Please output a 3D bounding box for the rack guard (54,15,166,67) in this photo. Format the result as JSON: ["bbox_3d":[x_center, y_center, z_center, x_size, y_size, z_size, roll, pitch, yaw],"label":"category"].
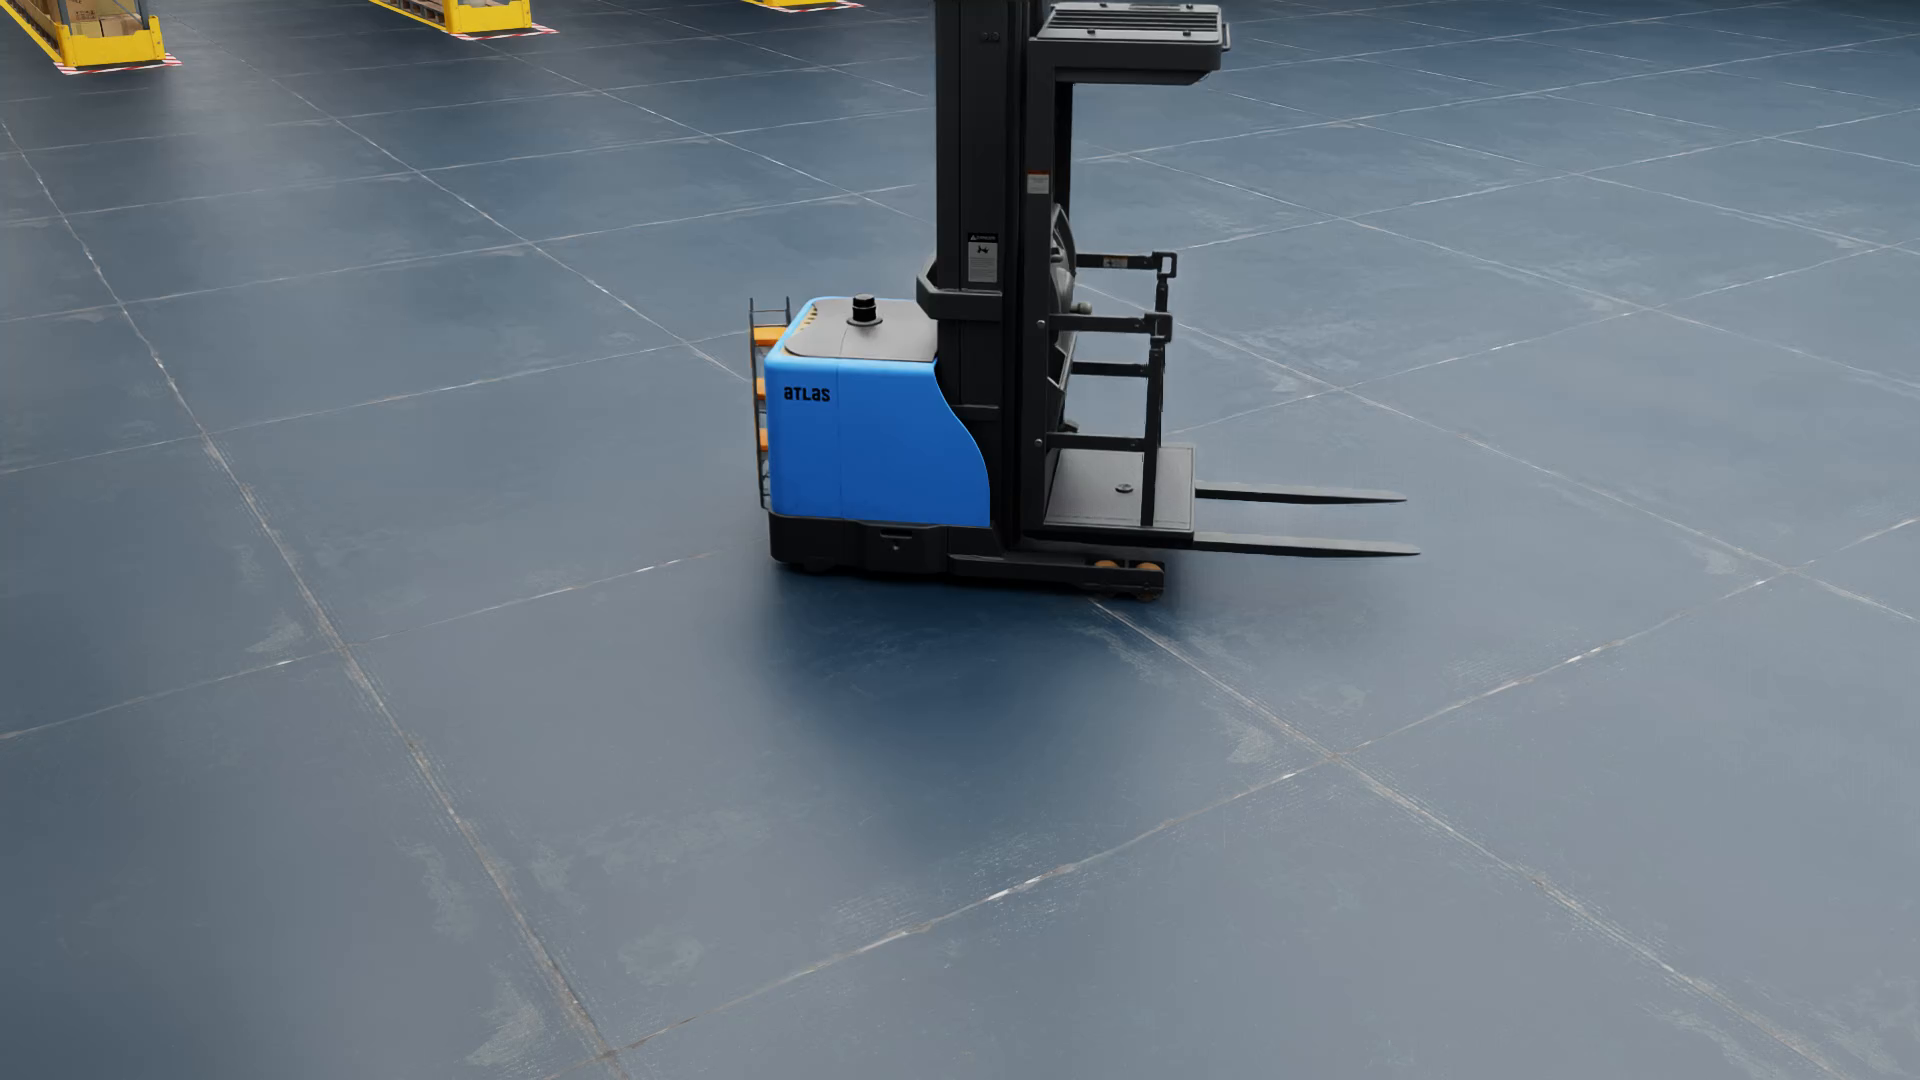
[{"bbox_3d":[-10.753,-6.320,21.052,1.175,0.500,0.348,-16,29,-30],"label":"rack guard"}]

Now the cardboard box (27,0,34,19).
[{"bbox_3d":[-12.682,-7.420,23.182,0.500,0.250,0.500,-16,29,-30],"label":"cardboard box"}]

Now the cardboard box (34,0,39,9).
[{"bbox_3d":[-12.138,-7.400,22.263,0.500,0.500,0.500,-16,29,-30],"label":"cardboard box"}]

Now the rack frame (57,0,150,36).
[{"bbox_3d":[-10.766,-7.459,20.537,1.000,3.000,0.127,-16,29,-30],"label":"rack frame"}]

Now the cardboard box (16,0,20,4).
[{"bbox_3d":[-13.694,-8.098,24.620,0.500,0.250,0.500,-16,30,-30],"label":"cardboard box"}]

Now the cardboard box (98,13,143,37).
[{"bbox_3d":[-10.872,-6.649,21.550,0.500,0.250,0.500,-16,29,-30],"label":"cardboard box"}]

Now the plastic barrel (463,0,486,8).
[{"bbox_3d":[-7.037,-7.894,23.881,0.421,0.512,0.421,0,25,0],"label":"plastic barrel"}]

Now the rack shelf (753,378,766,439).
[{"bbox_3d":[-0.945,-0.686,8.498,0.215,0.259,0.240,-3,25,-6],"label":"rack shelf"}]

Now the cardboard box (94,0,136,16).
[{"bbox_3d":[-11.147,-7.167,21.768,0.500,0.500,0.500,-16,29,-30],"label":"cardboard box"}]

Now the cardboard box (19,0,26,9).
[{"bbox_3d":[-13.419,-7.917,24.236,0.500,0.250,0.500,-16,30,-30],"label":"cardboard box"}]

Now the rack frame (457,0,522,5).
[{"bbox_3d":[-6.614,-8.612,22.979,1.000,3.000,0.127,-16,29,-30],"label":"rack frame"}]

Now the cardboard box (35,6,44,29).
[{"bbox_3d":[-12.135,-7.062,22.425,0.500,0.250,0.500,-16,29,-30],"label":"cardboard box"}]

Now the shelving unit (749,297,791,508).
[{"bbox_3d":[-0.945,-0.696,8.493,0.215,1.050,0.252,-3,25,-6],"label":"shelving unit"}]

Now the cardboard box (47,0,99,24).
[{"bbox_3d":[-11.308,-6.867,21.133,0.500,0.500,0.500,-16,29,-30],"label":"cardboard box"}]

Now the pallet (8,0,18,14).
[{"bbox_3d":[-14.055,-8.320,25.627,1.003,0.211,1.213,-16,29,-30],"label":"pallet"}]

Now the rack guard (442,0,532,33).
[{"bbox_3d":[-6.695,-7.498,23.547,1.175,0.500,0.348,-16,29,-30],"label":"rack guard"}]

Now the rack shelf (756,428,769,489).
[{"bbox_3d":[-0.945,-0.435,8.616,0.215,0.259,0.240,-3,25,-6],"label":"rack shelf"}]

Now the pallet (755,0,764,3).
[{"bbox_3d":[-2.919,-8.831,26.710,1.003,0.211,1.213,-16,29,-30],"label":"pallet"}]

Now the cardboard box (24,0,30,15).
[{"bbox_3d":[-12.951,-7.600,23.564,0.500,0.250,0.500,-16,29,-30],"label":"cardboard box"}]

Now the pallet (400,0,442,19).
[{"bbox_3d":[-7.796,-8.095,25.150,1.003,0.211,1.213,-16,29,-30],"label":"pallet"}]

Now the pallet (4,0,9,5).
[{"bbox_3d":[-14.717,-8.756,26.550,1.003,0.211,1.213,-16,29,-30],"label":"pallet"}]

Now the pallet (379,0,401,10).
[{"bbox_3d":[-8.466,-8.532,26.076,1.003,0.211,1.213,-16,29,-30],"label":"pallet"}]

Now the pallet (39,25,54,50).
[{"bbox_3d":[-11.881,-6.898,22.614,1.003,0.211,1.213,-16,29,-30],"label":"pallet"}]

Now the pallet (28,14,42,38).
[{"bbox_3d":[-12.551,-7.334,23.539,1.003,0.211,1.213,-16,29,-30],"label":"pallet"}]

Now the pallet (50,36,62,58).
[{"bbox_3d":[-11.219,-6.462,21.691,1.003,0.211,1.213,-16,29,-30],"label":"pallet"}]

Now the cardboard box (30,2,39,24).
[{"bbox_3d":[-12.413,-7.240,22.801,0.500,0.250,0.500,-16,29,-30],"label":"cardboard box"}]

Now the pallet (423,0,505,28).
[{"bbox_3d":[-7.134,-7.659,24.227,1.003,0.211,1.213,-16,29,-30],"label":"pallet"}]

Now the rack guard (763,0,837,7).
[{"bbox_3d":[-2.506,-8.663,26.015,1.175,0.500,0.348,-16,29,-30],"label":"rack guard"}]

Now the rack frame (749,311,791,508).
[{"bbox_3d":[-0.932,-0.644,8.384,0.200,1.050,0.008,-3,25,-6],"label":"rack frame"}]

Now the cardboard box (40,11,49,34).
[{"bbox_3d":[-11.864,-6.883,22.045,0.500,0.250,0.500,-16,29,-30],"label":"cardboard box"}]

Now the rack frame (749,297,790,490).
[{"bbox_3d":[-0.959,-0.747,8.603,0.200,1.050,0.008,-3,25,-6],"label":"rack frame"}]

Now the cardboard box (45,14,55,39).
[{"bbox_3d":[-11.589,-6.704,21.667,0.500,0.250,0.500,-16,29,-30],"label":"cardboard box"}]

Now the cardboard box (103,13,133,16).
[{"bbox_3d":[-11.149,-6.827,21.927,0.500,0.250,0.500,-16,29,-30],"label":"cardboard box"}]

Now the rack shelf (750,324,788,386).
[{"bbox_3d":[-0.946,-0.943,8.377,0.215,0.259,0.240,-3,25,-6],"label":"rack shelf"}]

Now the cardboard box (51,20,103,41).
[{"bbox_3d":[-11.306,-6.528,21.294,0.500,0.250,0.500,-16,29,-30],"label":"cardboard box"}]

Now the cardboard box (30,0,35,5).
[{"bbox_3d":[-12.413,-7.579,22.641,0.500,0.500,0.500,-16,29,-30],"label":"cardboard box"}]

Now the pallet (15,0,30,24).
[{"bbox_3d":[-13.385,-7.883,24.701,1.003,0.211,1.213,-16,29,-30],"label":"pallet"}]

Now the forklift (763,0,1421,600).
[{"bbox_3d":[0.654,-1.292,7.554,3.031,2.935,1.130,3,25,7],"label":"forklift"}]

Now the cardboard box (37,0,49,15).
[{"bbox_3d":[-11.866,-7.221,21.884,0.500,0.500,0.500,-16,29,-30],"label":"cardboard box"}]
